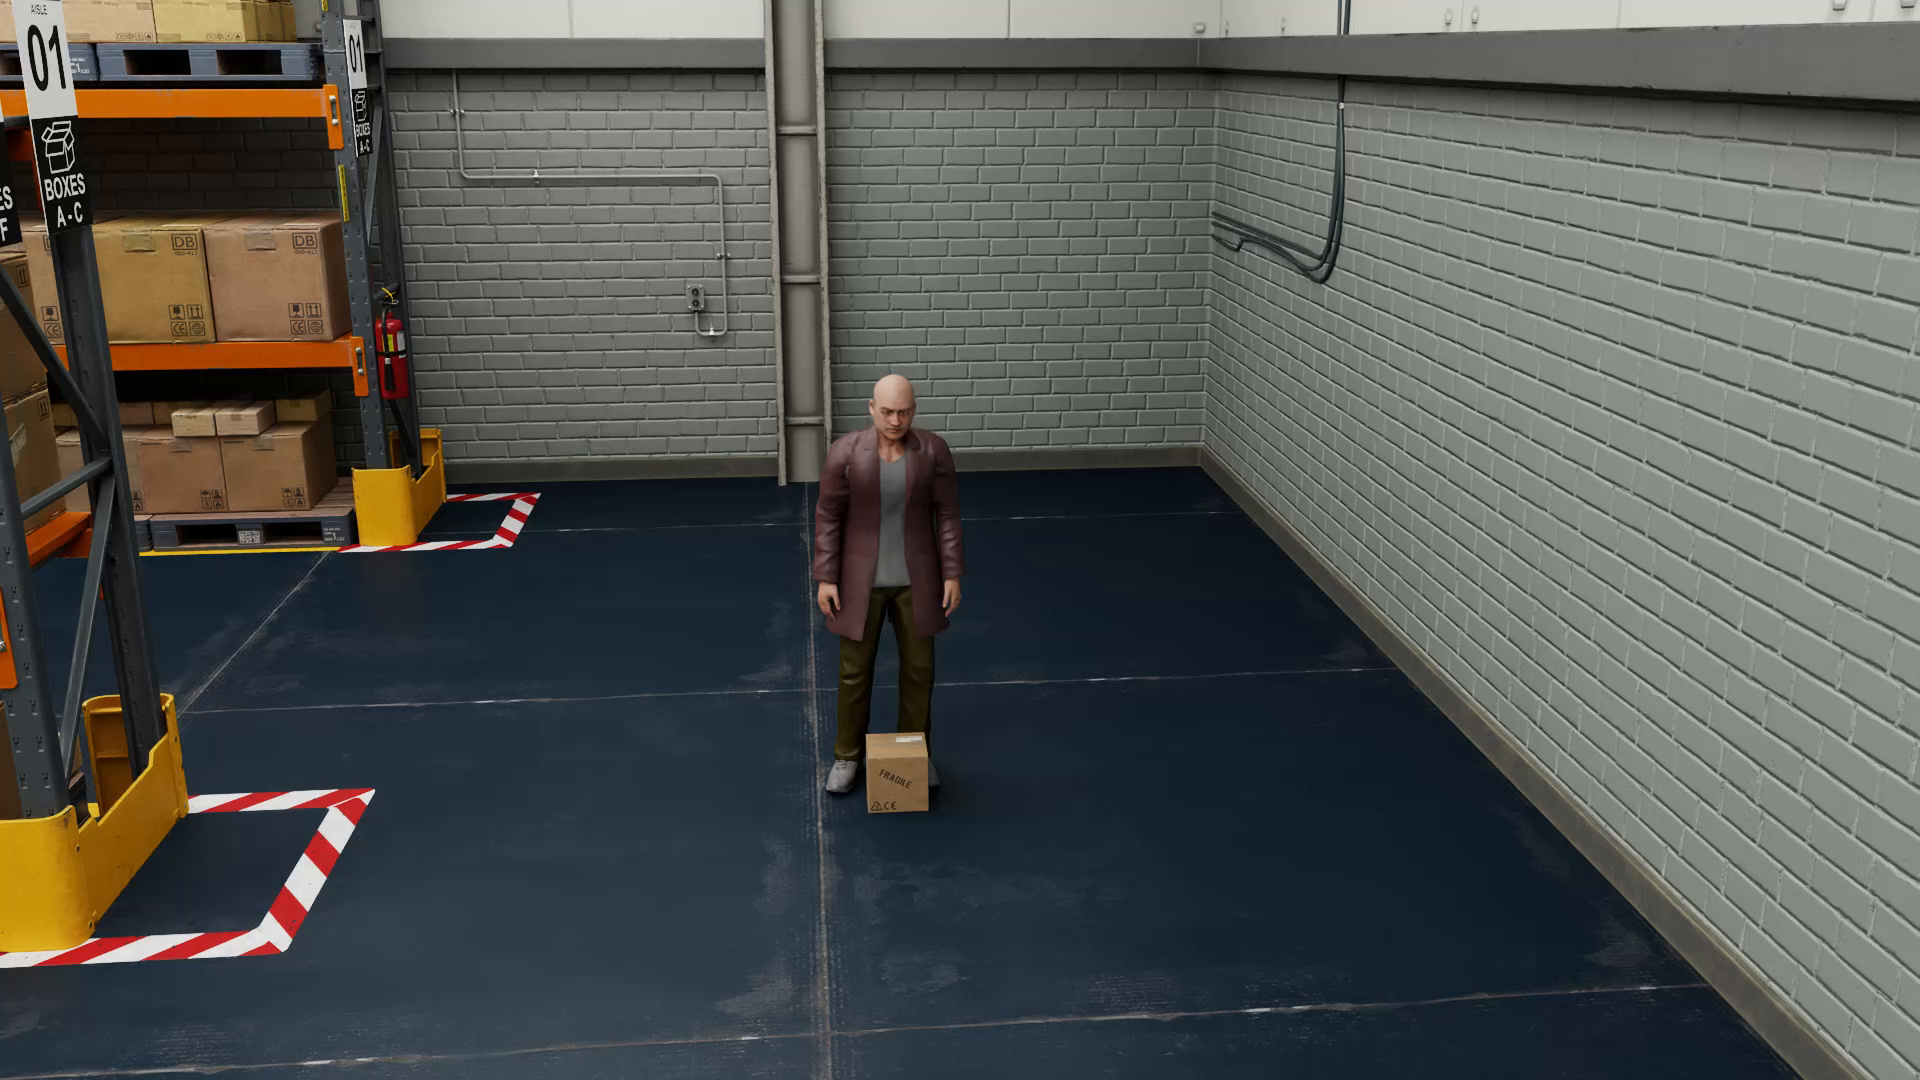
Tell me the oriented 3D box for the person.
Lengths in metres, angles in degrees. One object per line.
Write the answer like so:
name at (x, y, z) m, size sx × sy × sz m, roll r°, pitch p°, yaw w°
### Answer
person at (-0.294, 0.189, 6.986) m, size 0.653 × 1.741 × 0.416 m, roll -2°, pitch 17°, yaw -7°
